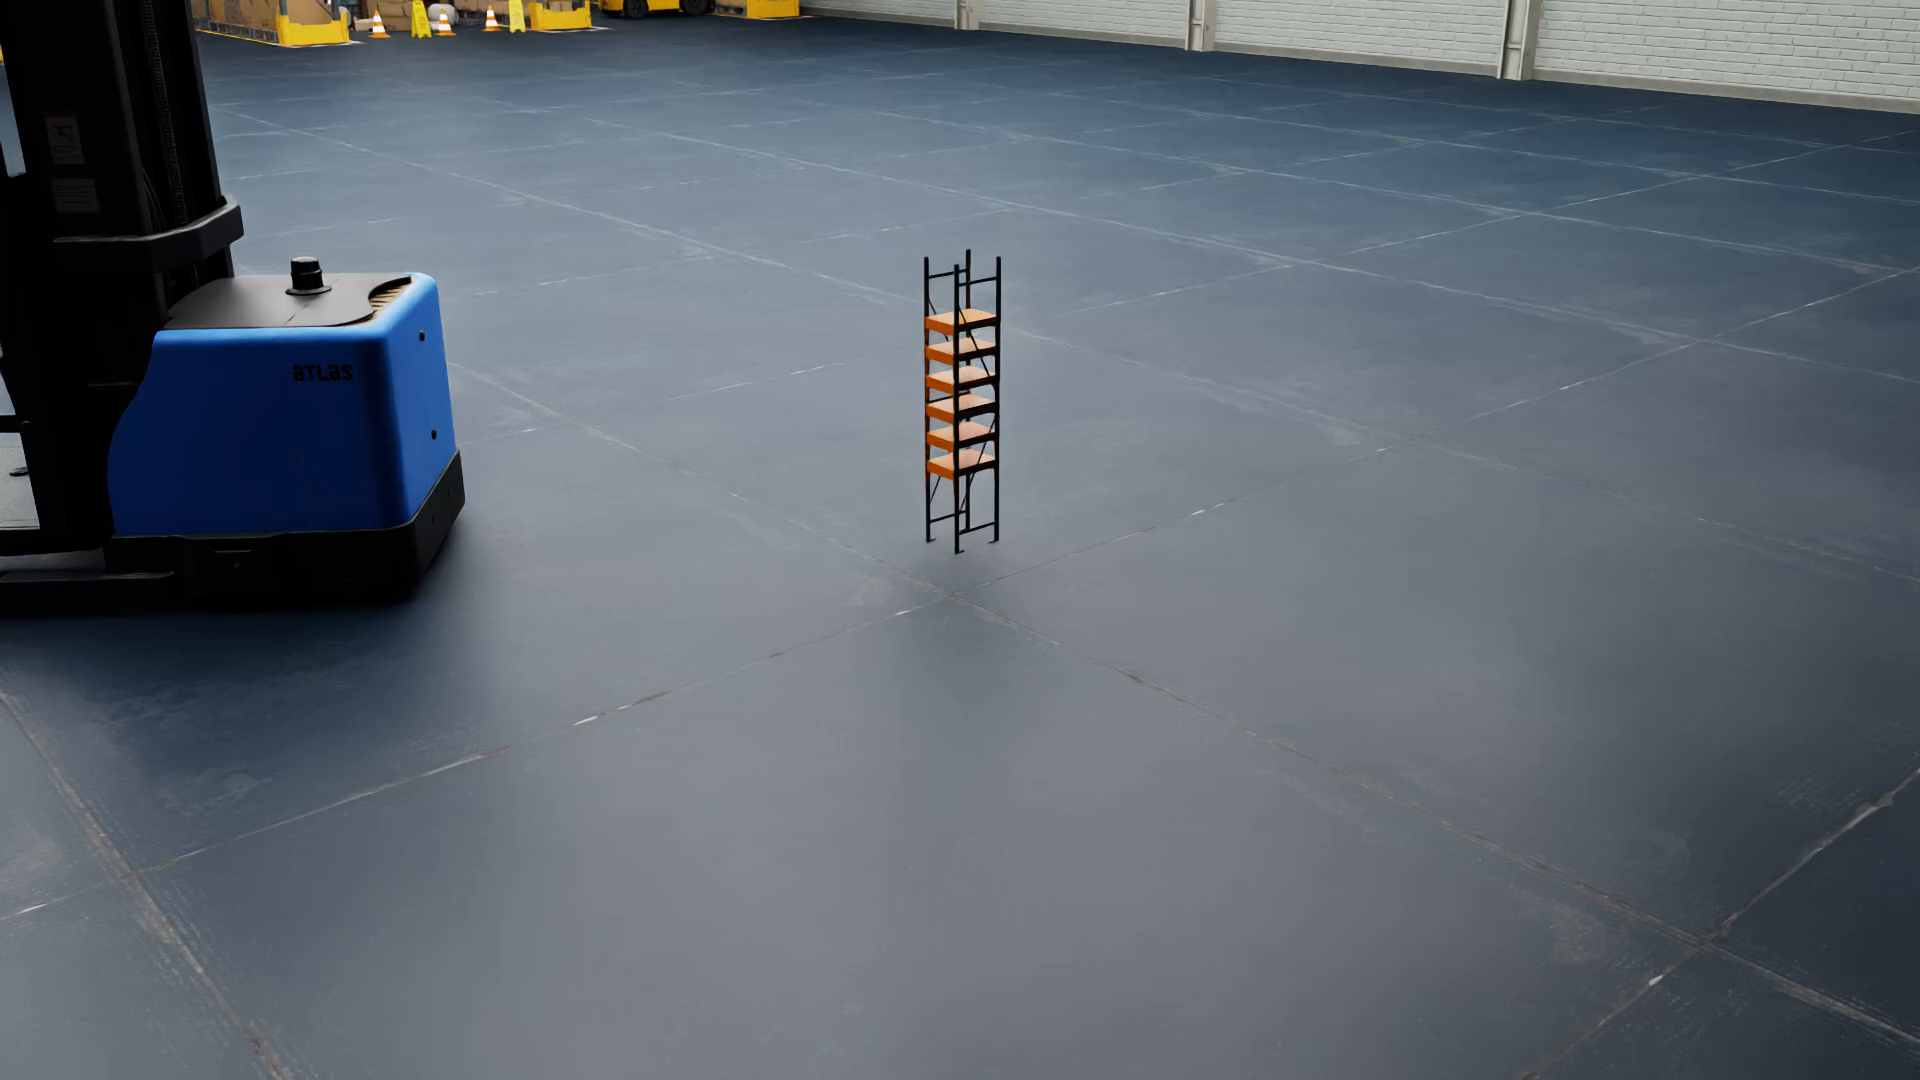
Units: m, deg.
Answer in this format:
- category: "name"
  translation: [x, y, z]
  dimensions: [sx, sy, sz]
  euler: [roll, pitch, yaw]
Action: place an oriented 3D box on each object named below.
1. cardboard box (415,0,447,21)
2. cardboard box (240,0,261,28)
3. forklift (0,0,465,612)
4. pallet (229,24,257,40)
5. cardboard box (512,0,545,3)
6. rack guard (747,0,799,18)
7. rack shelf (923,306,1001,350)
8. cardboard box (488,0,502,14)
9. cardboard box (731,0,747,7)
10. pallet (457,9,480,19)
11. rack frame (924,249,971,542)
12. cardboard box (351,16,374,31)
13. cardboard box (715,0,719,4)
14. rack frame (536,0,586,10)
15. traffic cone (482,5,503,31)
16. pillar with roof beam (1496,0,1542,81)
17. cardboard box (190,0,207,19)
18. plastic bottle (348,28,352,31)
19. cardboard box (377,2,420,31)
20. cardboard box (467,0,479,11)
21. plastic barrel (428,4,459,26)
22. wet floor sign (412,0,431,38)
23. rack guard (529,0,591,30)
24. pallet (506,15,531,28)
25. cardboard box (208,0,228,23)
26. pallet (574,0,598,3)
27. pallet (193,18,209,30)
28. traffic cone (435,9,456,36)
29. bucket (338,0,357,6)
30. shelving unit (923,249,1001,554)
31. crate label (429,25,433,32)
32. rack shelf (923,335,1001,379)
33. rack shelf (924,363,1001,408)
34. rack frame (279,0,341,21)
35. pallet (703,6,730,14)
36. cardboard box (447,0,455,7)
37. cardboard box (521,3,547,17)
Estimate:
- category: "cardboard box"
  translation: [-10.705, -10.735, 33.703]
  dimensions: [0.500, 0.500, 0.500]
  euler: [0, 21, -1]
- category: "cardboard box"
  translation: [-12.515, -9.827, 30.298]
  dimensions: [0.875, 0.875, 0.875]
  euler: [-18, 28, -38]
- category: "forklift"
  translation: [-3.620, -1.263, 6.190]
  dimensions: [3.031, 2.935, 1.130]
  euler: [-2, 21, -4]
- category: "pallet"
  translation: [-12.820, -9.447, 30.814]
  dimensions: [1.003, 0.211, 1.213]
  euler: [-17, 27, -37]
- category: "cardboard box"
  translation: [-8.483, -10.836, 32.704]
  dimensions: [0.500, 0.500, 0.500]
  euler: [-17, 27, -37]
- category: "rack guard"
  translation: [-3.989, -11.425, 35.467]
  dimensions: [1.175, 0.500, 0.348]
  euler: [-17, 27, -37]
- category: "rack shelf"
  translation: [0.009, -0.849, 6.640]
  dimensions: [0.258, 0.103, 0.180]
  euler: [-17, 27, -37]
- category: "cardboard box"
  translation: [-9.172, -10.775, 33.576]
  dimensions: [0.500, 0.250, 0.500]
  euler: [-19, 28, -39]
- category: "cardboard box"
  translation: [-4.551, -11.565, 35.593]
  dimensions: [0.500, 0.250, 0.500]
  euler: [-17, 27, -37]
- category: "pallet"
  translation: [-9.908, -11.042, 34.887]
  dimensions: [1.003, 0.211, 1.213]
  euler: [-17, 27, -37]
- category: "rack frame"
  translation: [-0.050, -0.580, 6.820]
  dimensions: [0.240, 1.200, 0.006]
  euler: [-17, 27, -37]
- category: "cardboard box"
  translation: [-11.540, -10.002, 32.156]
  dimensions: [0.396, 0.266, 0.258]
  euler: [-12, 25, -28]
- category: "cardboard box"
  translation: [-5.188, -11.845, 36.308]
  dimensions: [0.500, 0.250, 0.500]
  euler: [-17, 27, -37]
- category: "rack frame"
  translation: [-7.762, -11.413, 32.009]
  dimensions: [1.000, 3.000, 0.127]
  euler: [-17, 27, -37]
- category: "traffic cone"
  translation: [-9.020, -10.043, 31.991]
  dimensions: [0.336, 0.463, 0.334]
  euler: [-17, 27, -37]
- category: "pillar with roof beam"
  translation: [4.712, -9.798, 19.660]
  dimensions: [9.100, 9.000, 0.400]
  euler: [-17, 27, -37]
- category: "cardboard box"
  translation: [-14.531, -10.609, 32.468]
  dimensions: [1.050, 0.750, 0.750]
  euler: [-18, 27, -38]
- category: "plastic bottle"
  translation: [-11.804, -9.784, 31.881]
  dimensions: [0.133, 0.061, 0.283]
  euler: [12, 24, 27]
- category: "cardboard box"
  translation: [-10.827, -10.133, 32.164]
  dimensions: [0.637, 0.503, 0.797]
  euler: [3, 22, 9]
- category: "cardboard box"
  translation: [-9.836, -11.061, 34.305]
  dimensions: [0.500, 0.250, 0.500]
  euler: [-16, 26, -34]
- category: "plastic barrel"
  translation: [-10.258, -10.423, 33.016]
  dimensions: [0.512, 0.421, 0.421]
  euler: [0, 21, -1]
- category: "wet floor sign"
  translation: [-9.928, -9.573, 30.541]
  dimensions: [0.232, 0.644, 0.267]
  euler: [17, 27, 36]
- category: "rack guard"
  translation: [-7.812, -10.270, 32.518]
  dimensions: [1.175, 0.500, 0.348]
  euler: [-17, 27, -37]
- category: "pallet"
  translation: [-8.316, -10.368, 33.166]
  dimensions: [1.003, 0.211, 1.213]
  euler: [-17, 27, -37]
- category: "cardboard box"
  translation: [-13.700, -10.327, 31.575]
  dimensions: [0.875, 0.875, 0.875]
  euler: [-17, 27, -37]
- category: "pallet"
  translation: [-8.719, -13.270, 40.576]
  dimensions: [1.003, 0.211, 1.213]
  euler: [-17, 27, -37]
- category: "pallet"
  translation: [-14.618, -10.208, 32.758]
  dimensions: [1.003, 0.211, 1.213]
  euler: [-17, 27, -37]
- category: "traffic cone"
  translation: [-9.639, -9.685, 31.076]
  dimensions: [0.336, 0.463, 0.334]
  euler: [-17, 27, -37]
- category: "bucket"
  translation: [-12.222, -11.006, 33.376]
  dimensions: [0.726, 0.611, 0.620]
  euler: [-8, 13, -19]
- category: "shelving unit"
  translation: [0.009, -0.555, 6.755]
  dimensions: [0.258, 1.200, 0.189]
  euler: [-17, 27, -37]
- category: "crate label"
  translation: [-10.199, -9.736, 31.653]
  dimensions: [0.298, 0.136, 0.250]
  euler: [7, 23, 18]
- category: "rack shelf"
  translation: [0.009, -0.737, 6.684]
  dimensions: [0.258, 0.103, 0.180]
  euler: [-17, 27, -37]
- category: "rack shelf"
  translation: [0.009, -0.625, 6.727]
  dimensions: [0.258, 0.103, 0.180]
  euler: [-17, 27, -37]
- category: "rack frame"
  translation: [-11.446, -10.206, 28.929]
  dimensions: [1.000, 3.000, 0.127]
  euler: [-17, 27, -37]
- category: "pallet"
  translation: [-5.328, -11.835, 36.911]
  dimensions: [1.003, 0.211, 1.213]
  euler: [-17, 27, -37]
- category: "cardboard box"
  translation: [-10.718, -11.634, 35.602]
  dimensions: [0.950, 0.372, 0.625]
  euler: [-17, 27, -37]
- category: "cardboard box"
  translation: [-8.510, -10.494, 32.857]
  dimensions: [0.500, 0.250, 0.500]
  euler: [-18, 27, -38]
